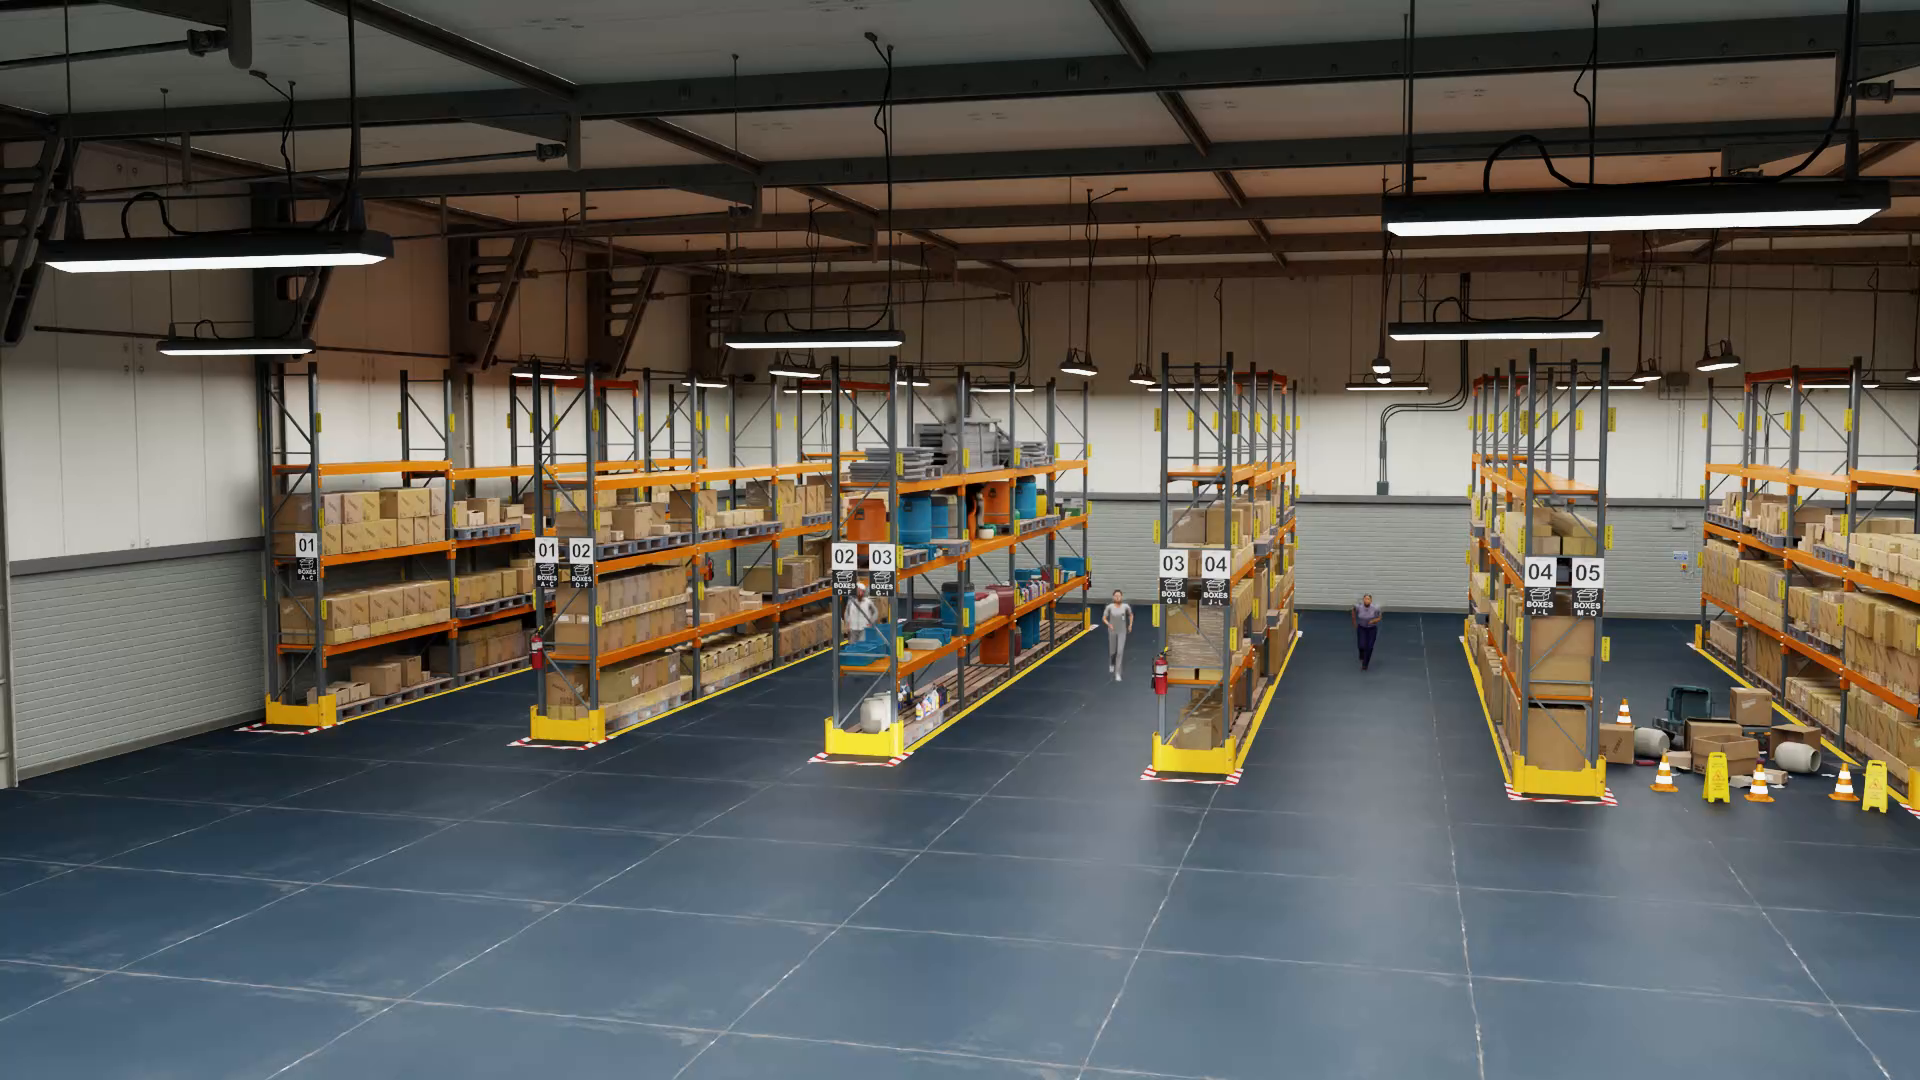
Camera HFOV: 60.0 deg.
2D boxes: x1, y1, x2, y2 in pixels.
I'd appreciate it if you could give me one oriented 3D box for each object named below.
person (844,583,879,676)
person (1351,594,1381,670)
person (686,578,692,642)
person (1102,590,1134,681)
[{"bbox_3d":[-1.878,1.689,31.700,0.682,1.752,0.605,1,4,10],"label":"person"},{"bbox_3d":[8.222,1.862,33.673,0.592,1.577,0.667,1,4,11],"label":"person"},{"bbox_3d":[-6.032,1.605,36.677,0.558,1.607,0.787,1,4,12],"label":"person"},{"bbox_3d":[2.964,1.761,31.203,0.589,1.670,0.794,0,4,2],"label":"person"}]
